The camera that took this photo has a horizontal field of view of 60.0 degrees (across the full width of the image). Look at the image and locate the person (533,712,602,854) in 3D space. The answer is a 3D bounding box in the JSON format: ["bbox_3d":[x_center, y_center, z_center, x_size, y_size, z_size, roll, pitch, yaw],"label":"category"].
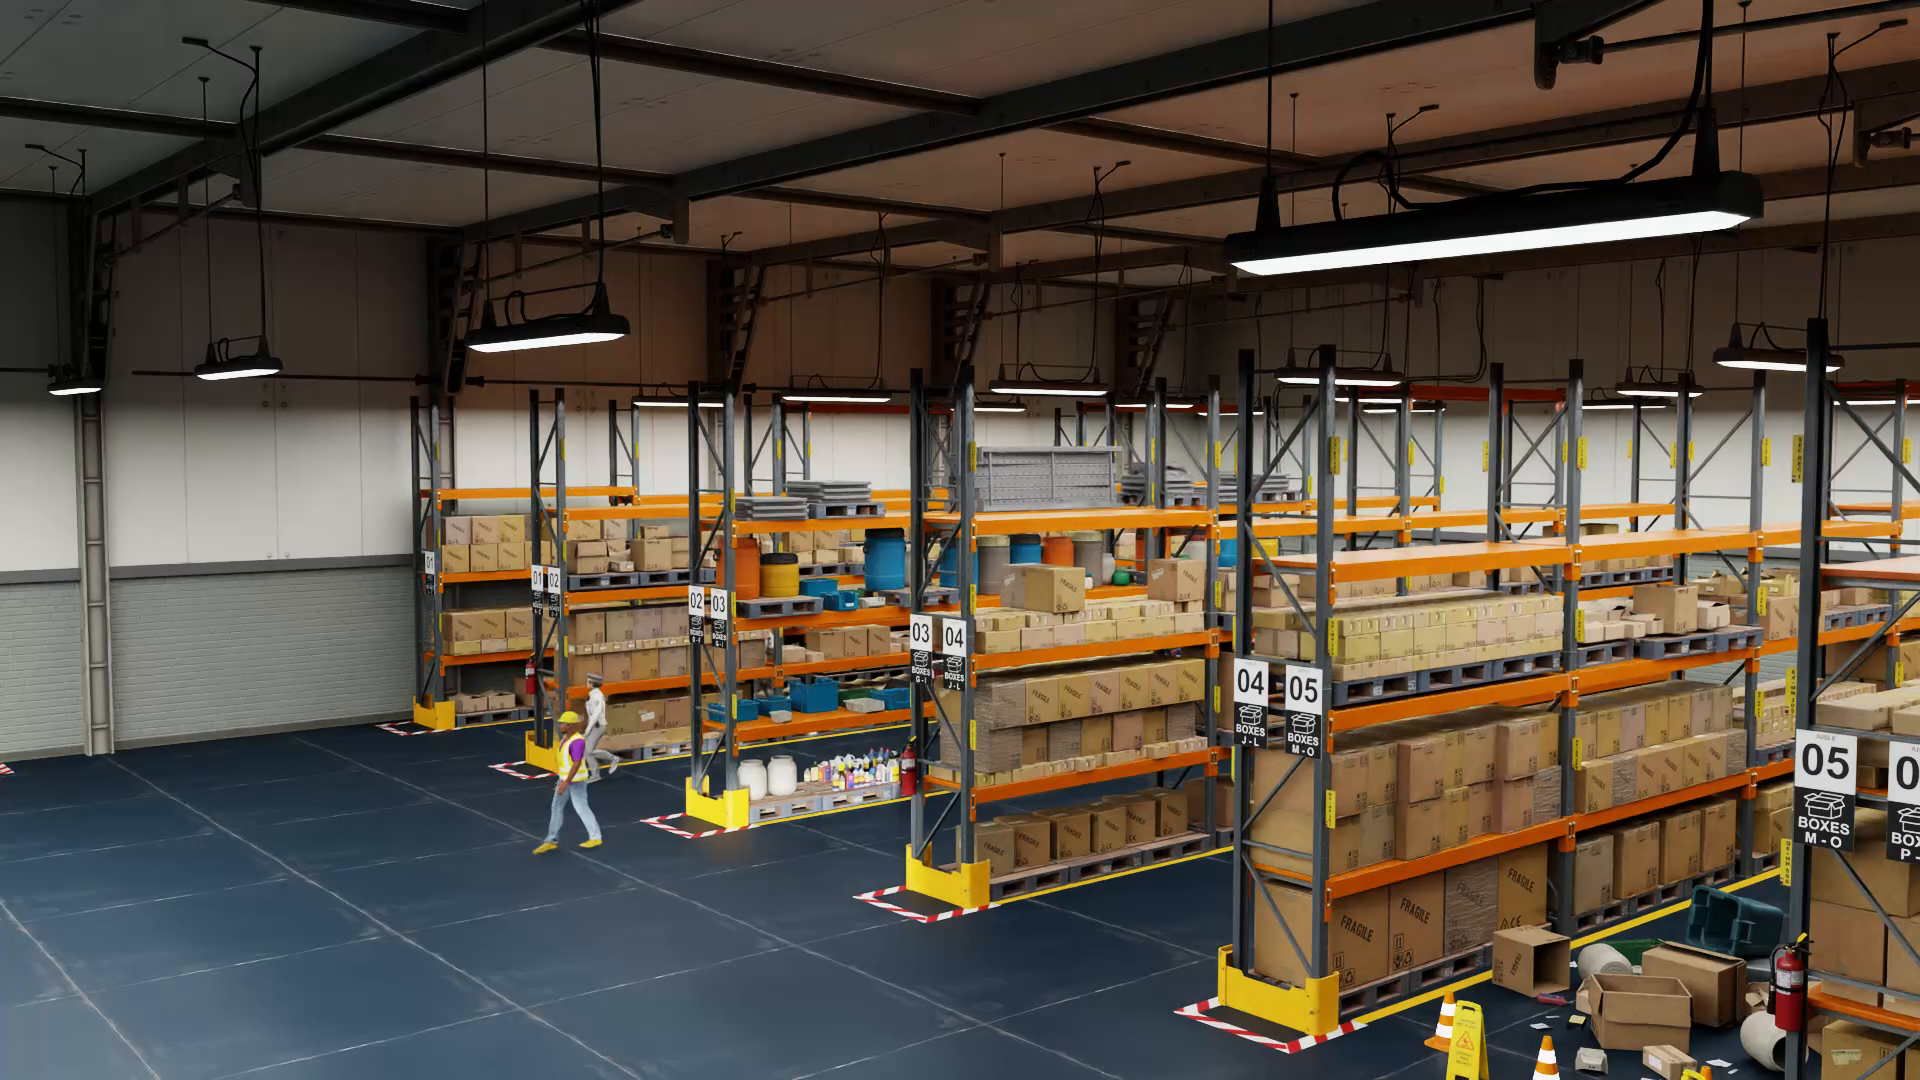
[{"bbox_3d":[-4.903,3.000,21.029,0.730,1.667,0.601,-2,4,-36],"label":"person"}]

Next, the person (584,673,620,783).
[{"bbox_3d":[-5.486,2.856,25.347,0.568,1.649,0.549,-1,4,-17],"label":"person"}]

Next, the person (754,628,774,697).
[{"bbox_3d":[-3.858,2.423,32.551,0.507,1.683,0.685,2,4,25],"label":"person"}]

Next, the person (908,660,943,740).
[{"bbox_3d":[-0.556,2.580,29.019,0.814,1.777,0.589,-3,4,-39],"label":"person"}]
